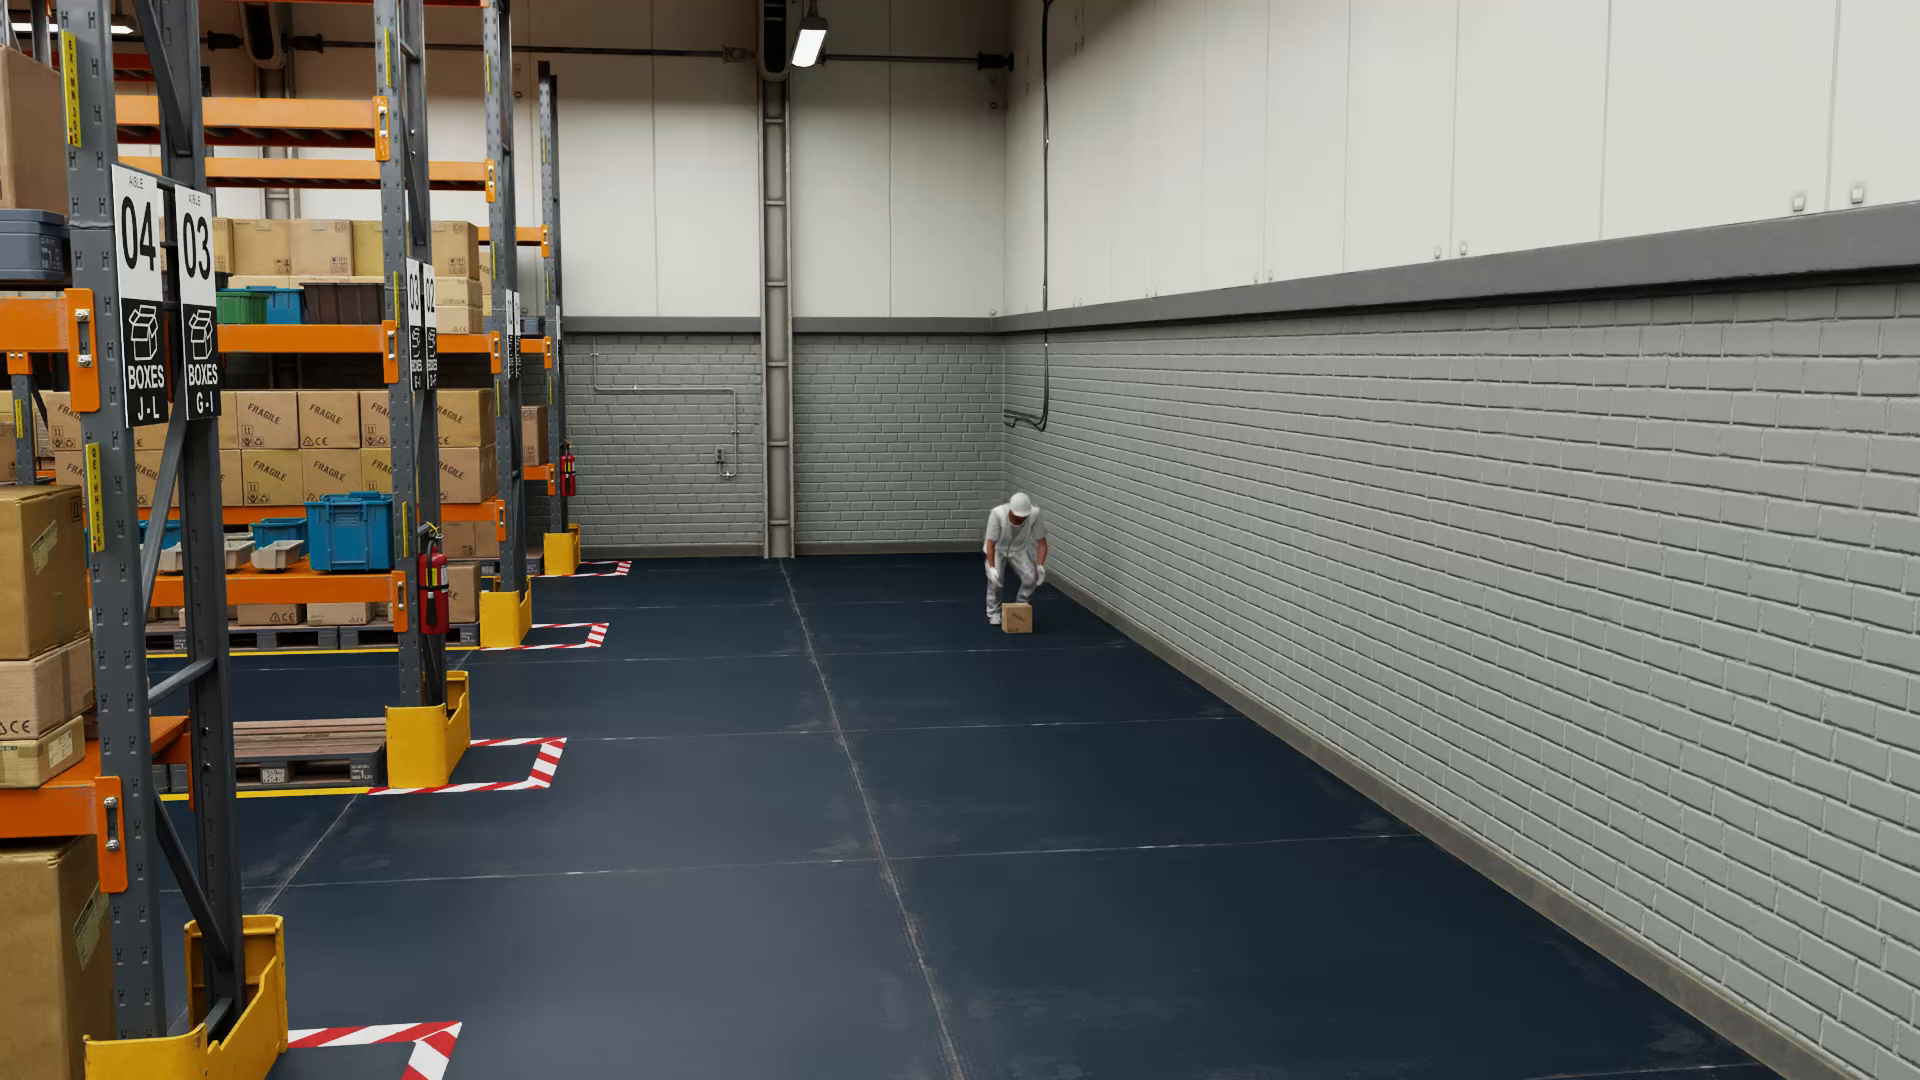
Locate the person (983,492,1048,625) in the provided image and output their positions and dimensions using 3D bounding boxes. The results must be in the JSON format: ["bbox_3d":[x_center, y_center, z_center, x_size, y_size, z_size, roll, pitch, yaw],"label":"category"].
[{"bbox_3d":[0.529,0.168,16.216,0.611,1.319,0.816,-1,6,-9],"label":"person"}]
